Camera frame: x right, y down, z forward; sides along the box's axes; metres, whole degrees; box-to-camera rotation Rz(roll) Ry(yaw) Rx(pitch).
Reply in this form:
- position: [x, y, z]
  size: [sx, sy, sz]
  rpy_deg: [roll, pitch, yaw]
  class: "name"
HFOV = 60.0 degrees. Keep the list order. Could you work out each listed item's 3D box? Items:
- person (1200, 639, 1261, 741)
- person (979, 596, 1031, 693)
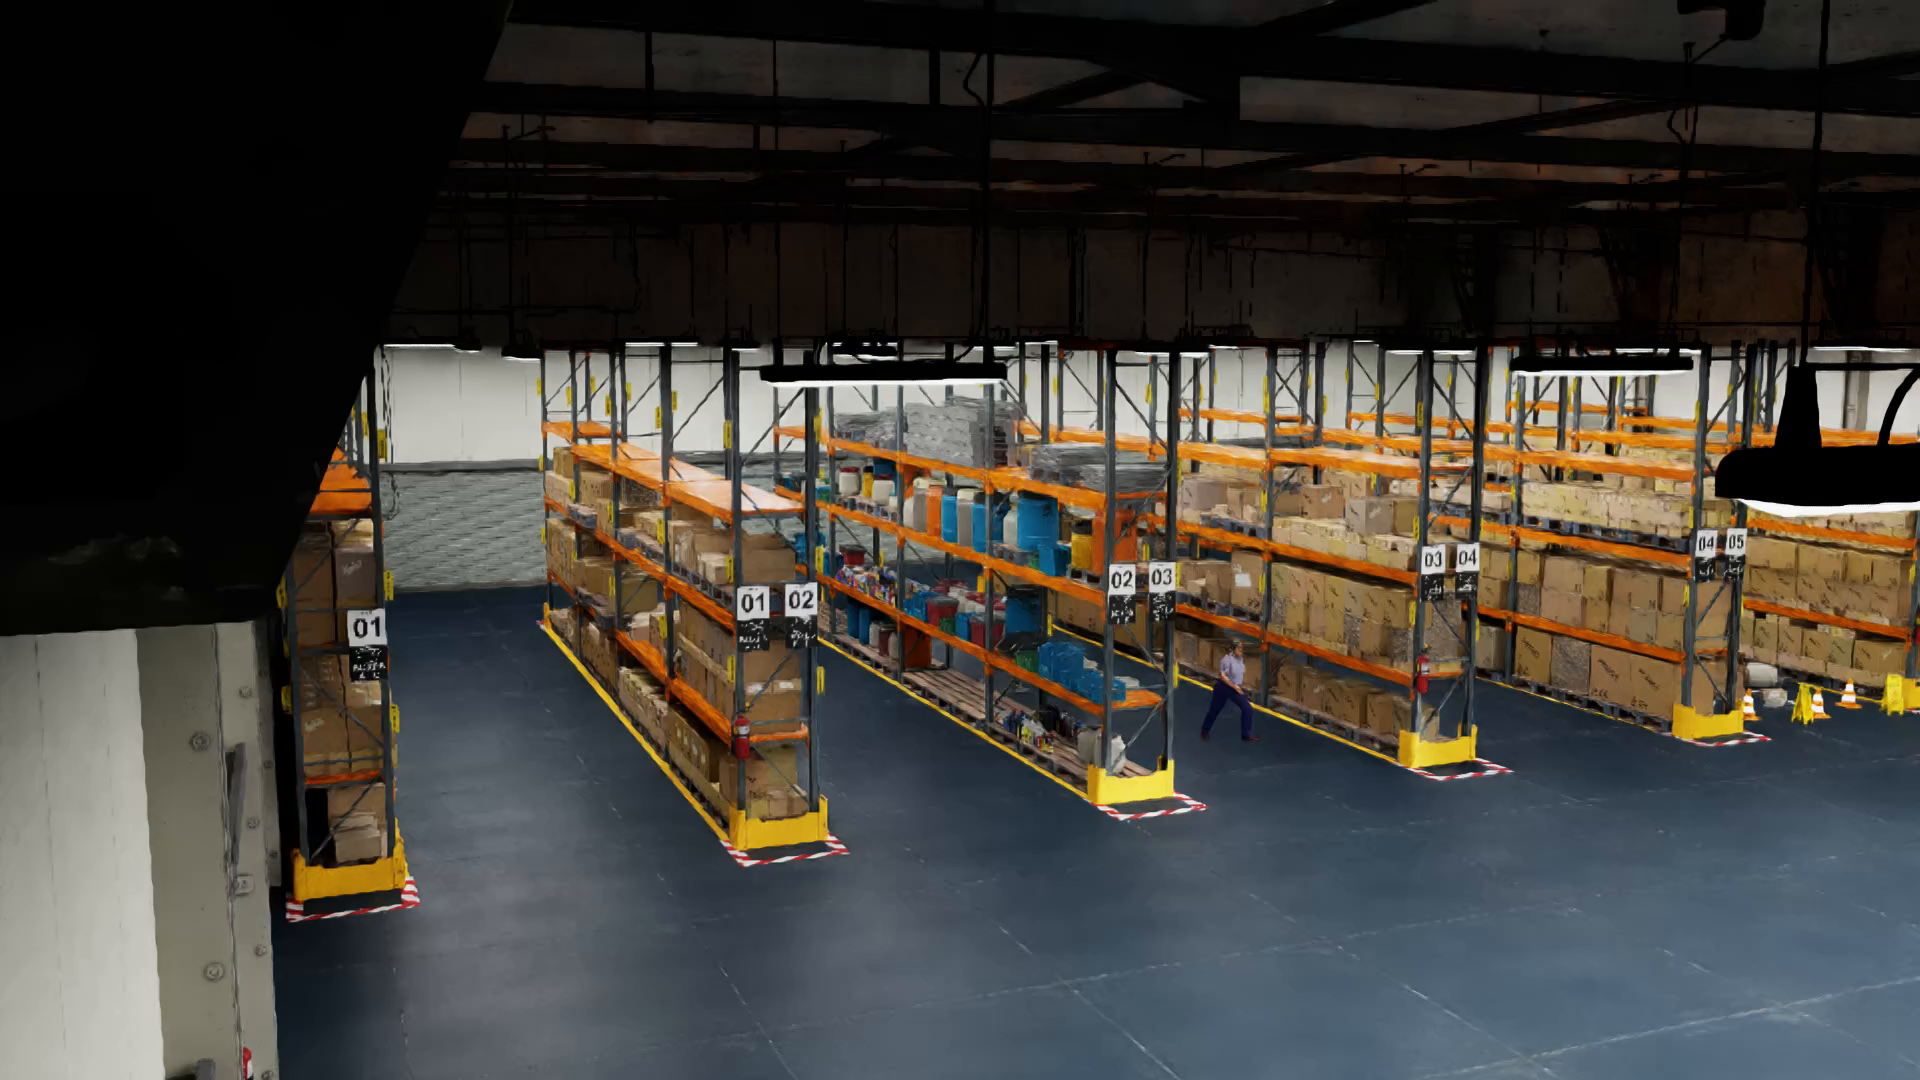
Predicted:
- position: [4.098, 2.272, 25.262]
  size: [0.656, 1.567, 0.800]
  rpy_deg: [-6, 9, -38]
  class: "person"
- position: [0.710, 1.782, 28.512]
  size: [0.708, 1.702, 0.843]
  rpy_deg: [-6, 9, -38]
  class: "person"
